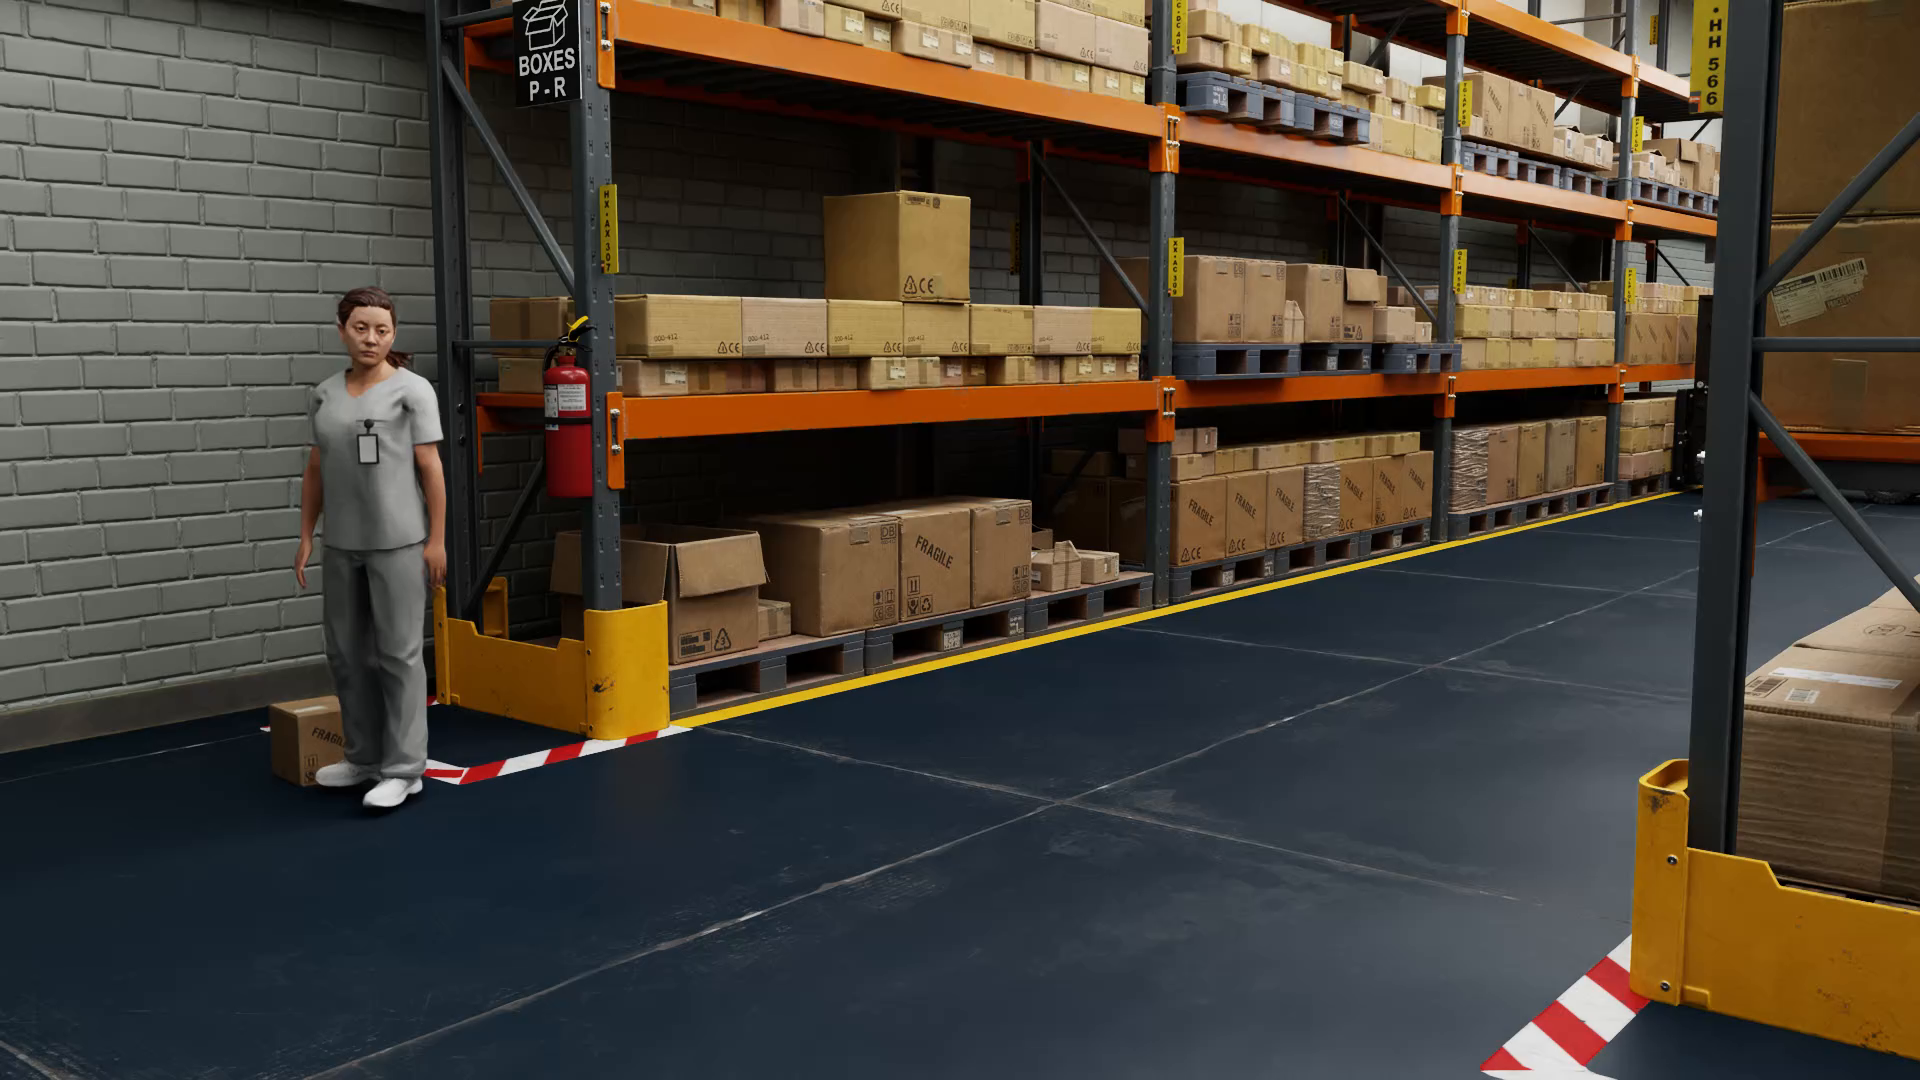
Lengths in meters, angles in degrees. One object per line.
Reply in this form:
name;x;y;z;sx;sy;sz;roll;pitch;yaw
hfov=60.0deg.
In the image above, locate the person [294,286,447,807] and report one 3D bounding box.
person;-1.937;0.017;5.420;0.582;1.673;0.392;2;7;16
